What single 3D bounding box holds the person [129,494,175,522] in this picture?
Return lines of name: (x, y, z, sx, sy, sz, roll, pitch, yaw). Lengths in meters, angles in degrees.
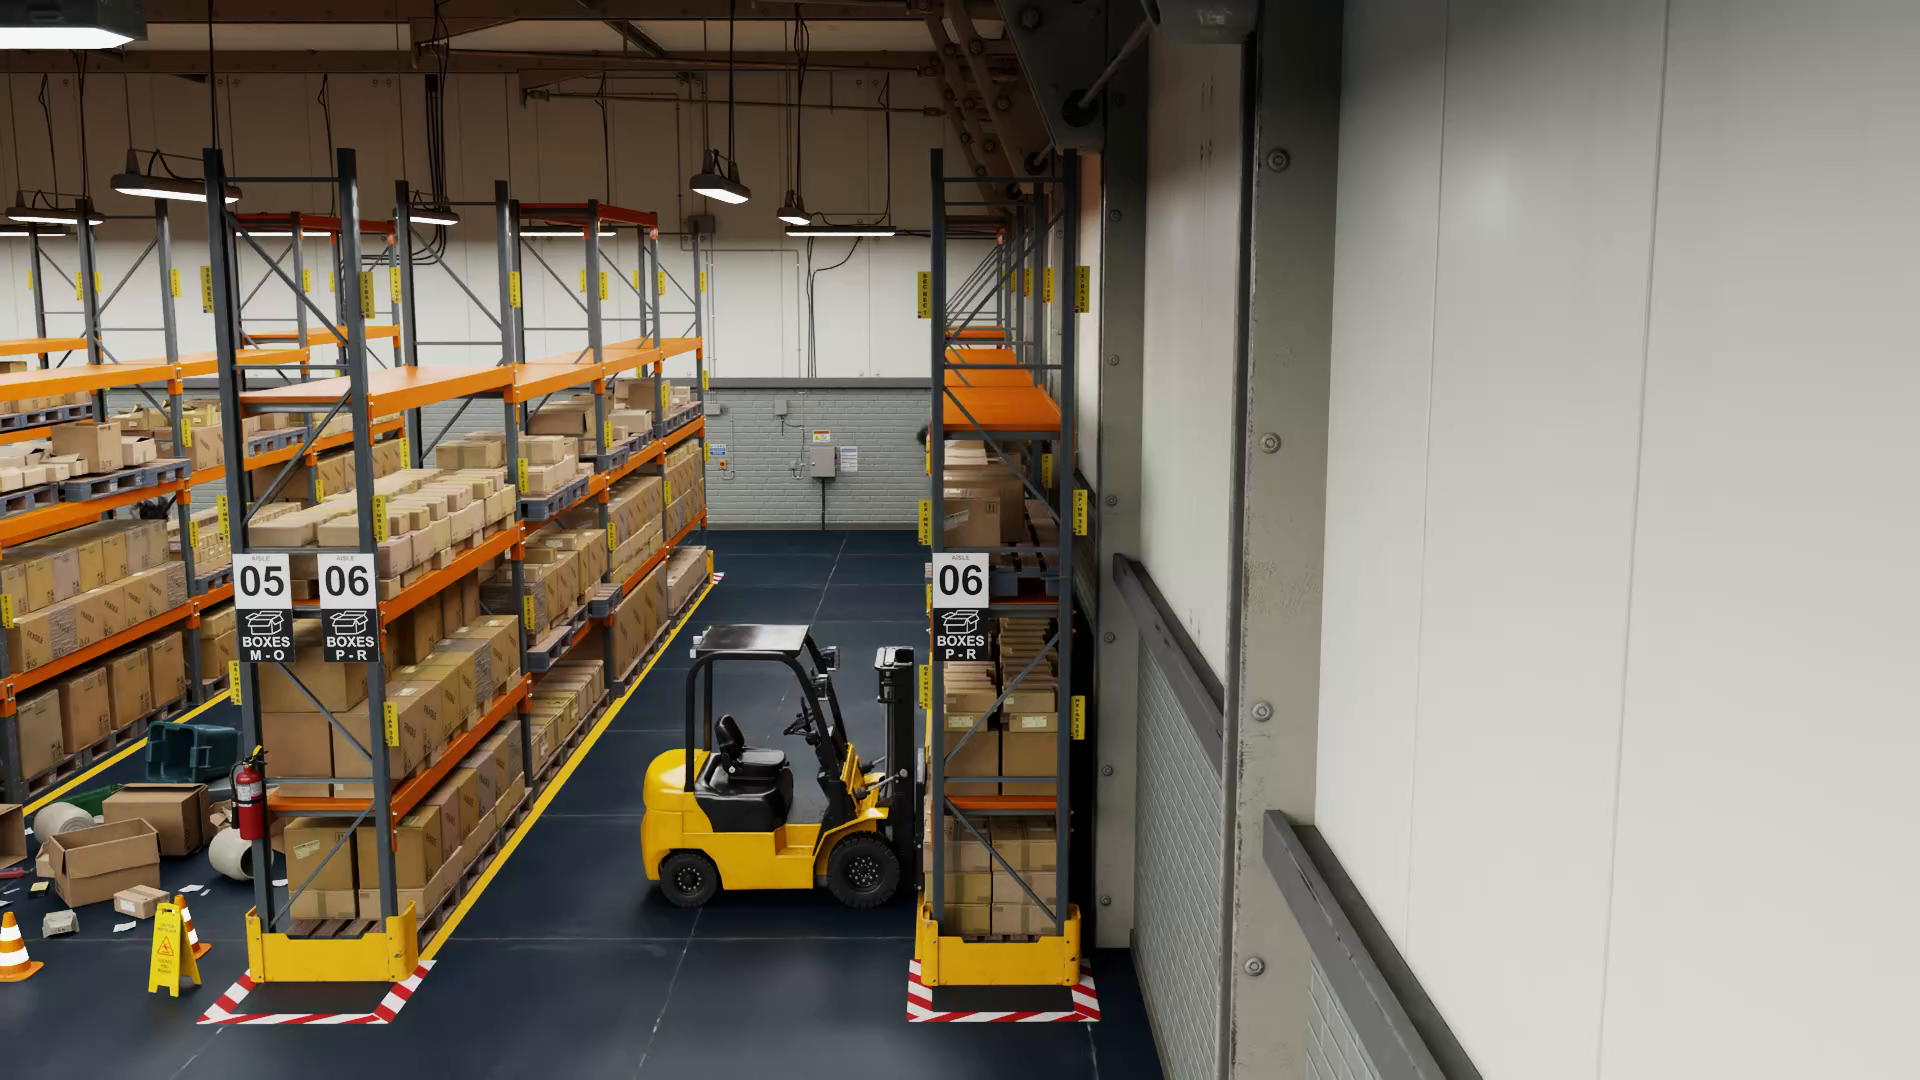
person: (-13.880, -0.233, 28.734, 0.535, 1.663, 0.717, 7, 11, 35)
